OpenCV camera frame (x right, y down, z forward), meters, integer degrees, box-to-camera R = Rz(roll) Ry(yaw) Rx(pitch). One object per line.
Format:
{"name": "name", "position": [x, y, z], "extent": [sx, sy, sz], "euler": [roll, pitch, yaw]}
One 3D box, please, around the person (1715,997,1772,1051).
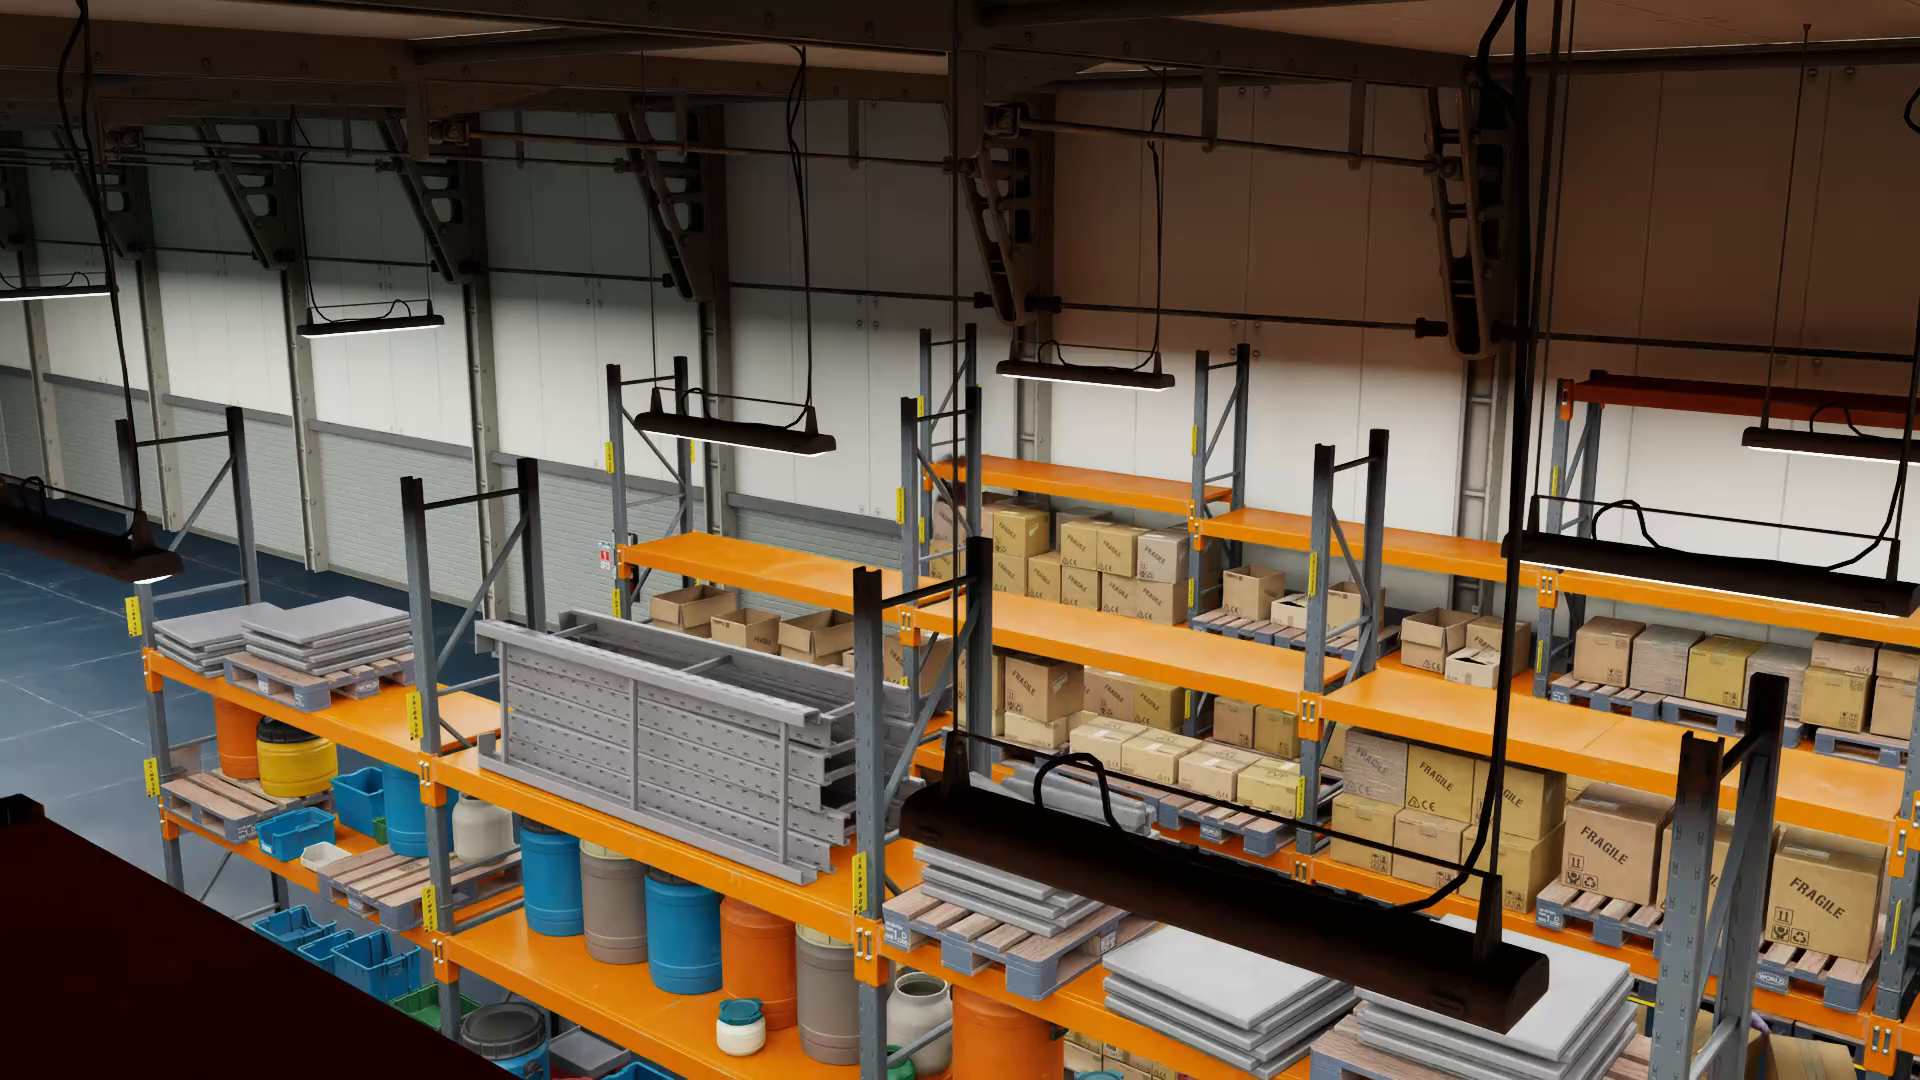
{"name": "person", "position": [6.100, 4.309, 13.346], "extent": [1.028, 1.602, 0.621], "euler": [10, 16, 39]}
